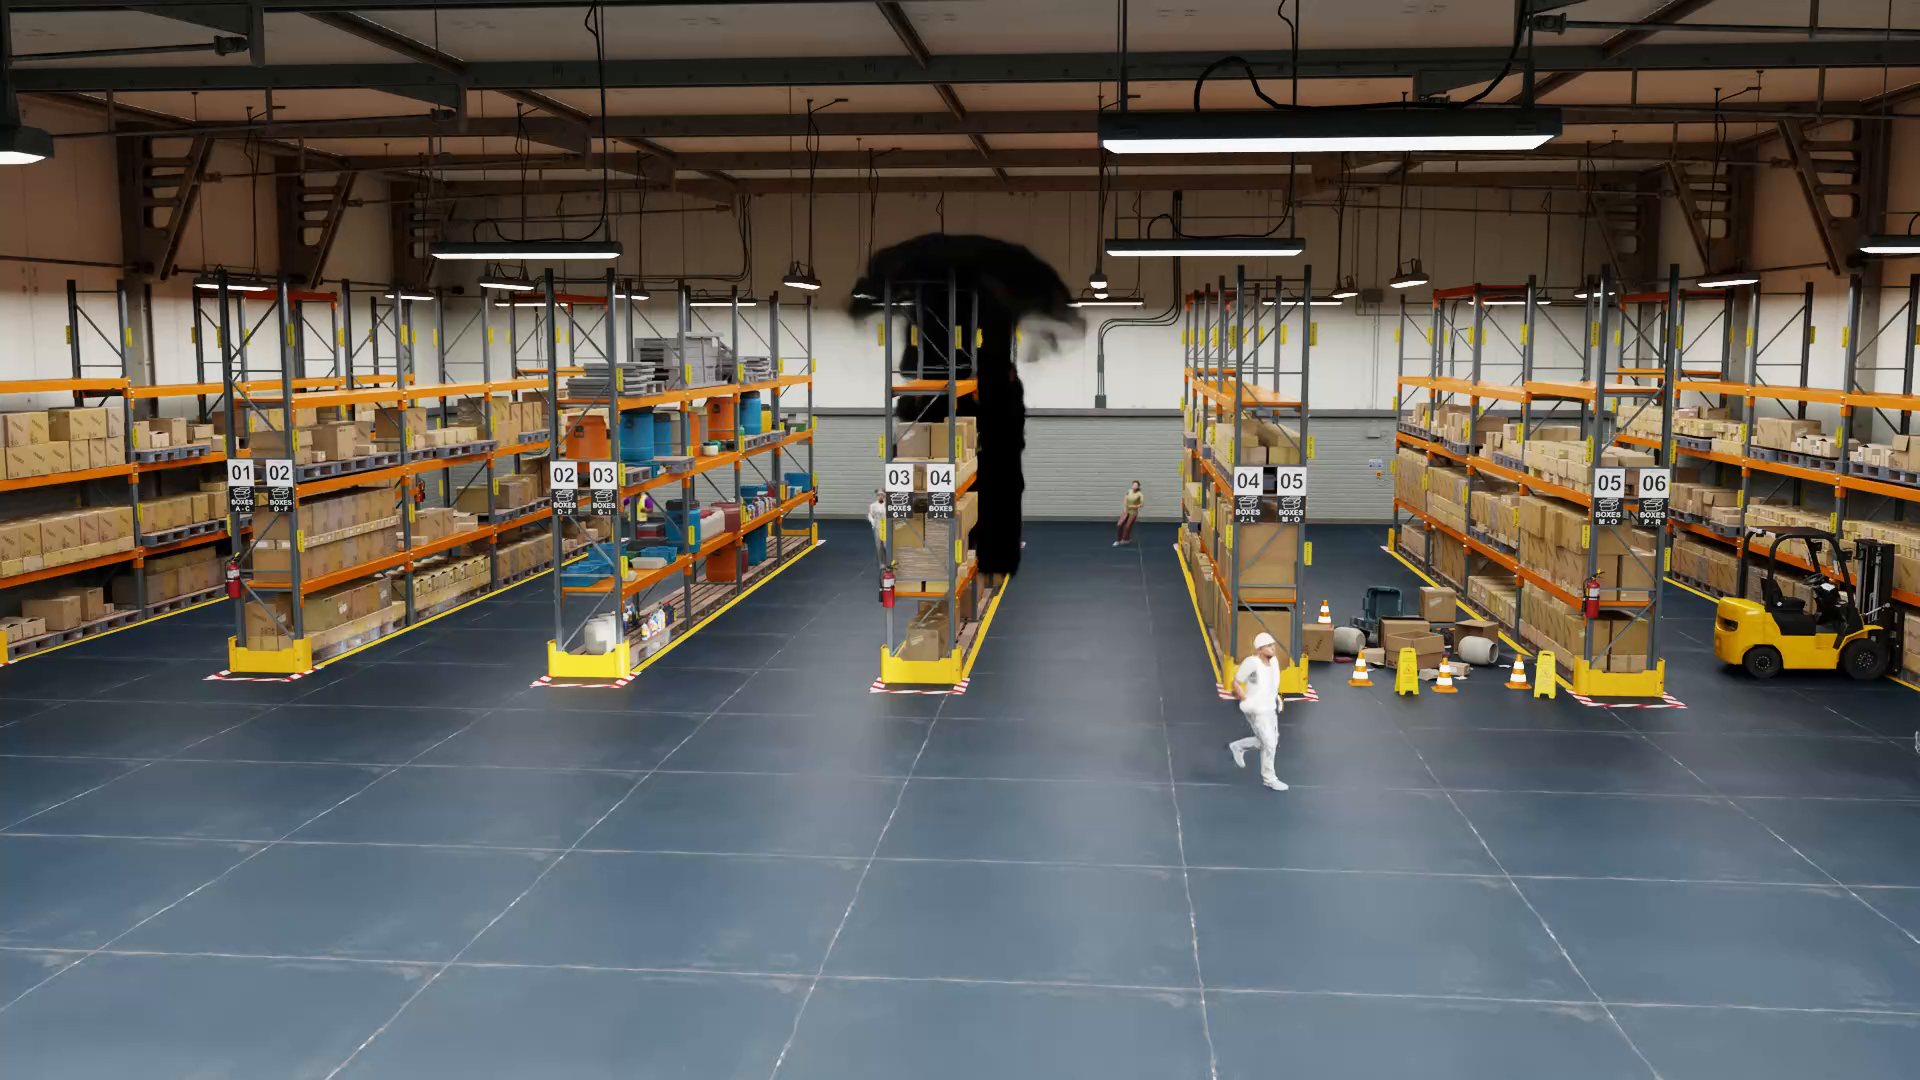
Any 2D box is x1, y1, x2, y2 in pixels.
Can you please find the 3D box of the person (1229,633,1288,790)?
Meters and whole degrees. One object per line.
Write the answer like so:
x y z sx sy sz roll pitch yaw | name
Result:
3.317 1.893 18.614 0.706 1.753 0.780 -7 10 -43 | person

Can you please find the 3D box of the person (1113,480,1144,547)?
4.125 -0.640 40.021 0.738 1.629 0.665 5 8 33 | person

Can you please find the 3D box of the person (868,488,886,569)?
-1.597 -0.221 33.953 0.589 1.679 0.527 0 7 4 | person

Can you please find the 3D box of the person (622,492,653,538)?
-7.216 -0.403 37.181 0.717 1.749 1.005 -1 7 -8 | person
